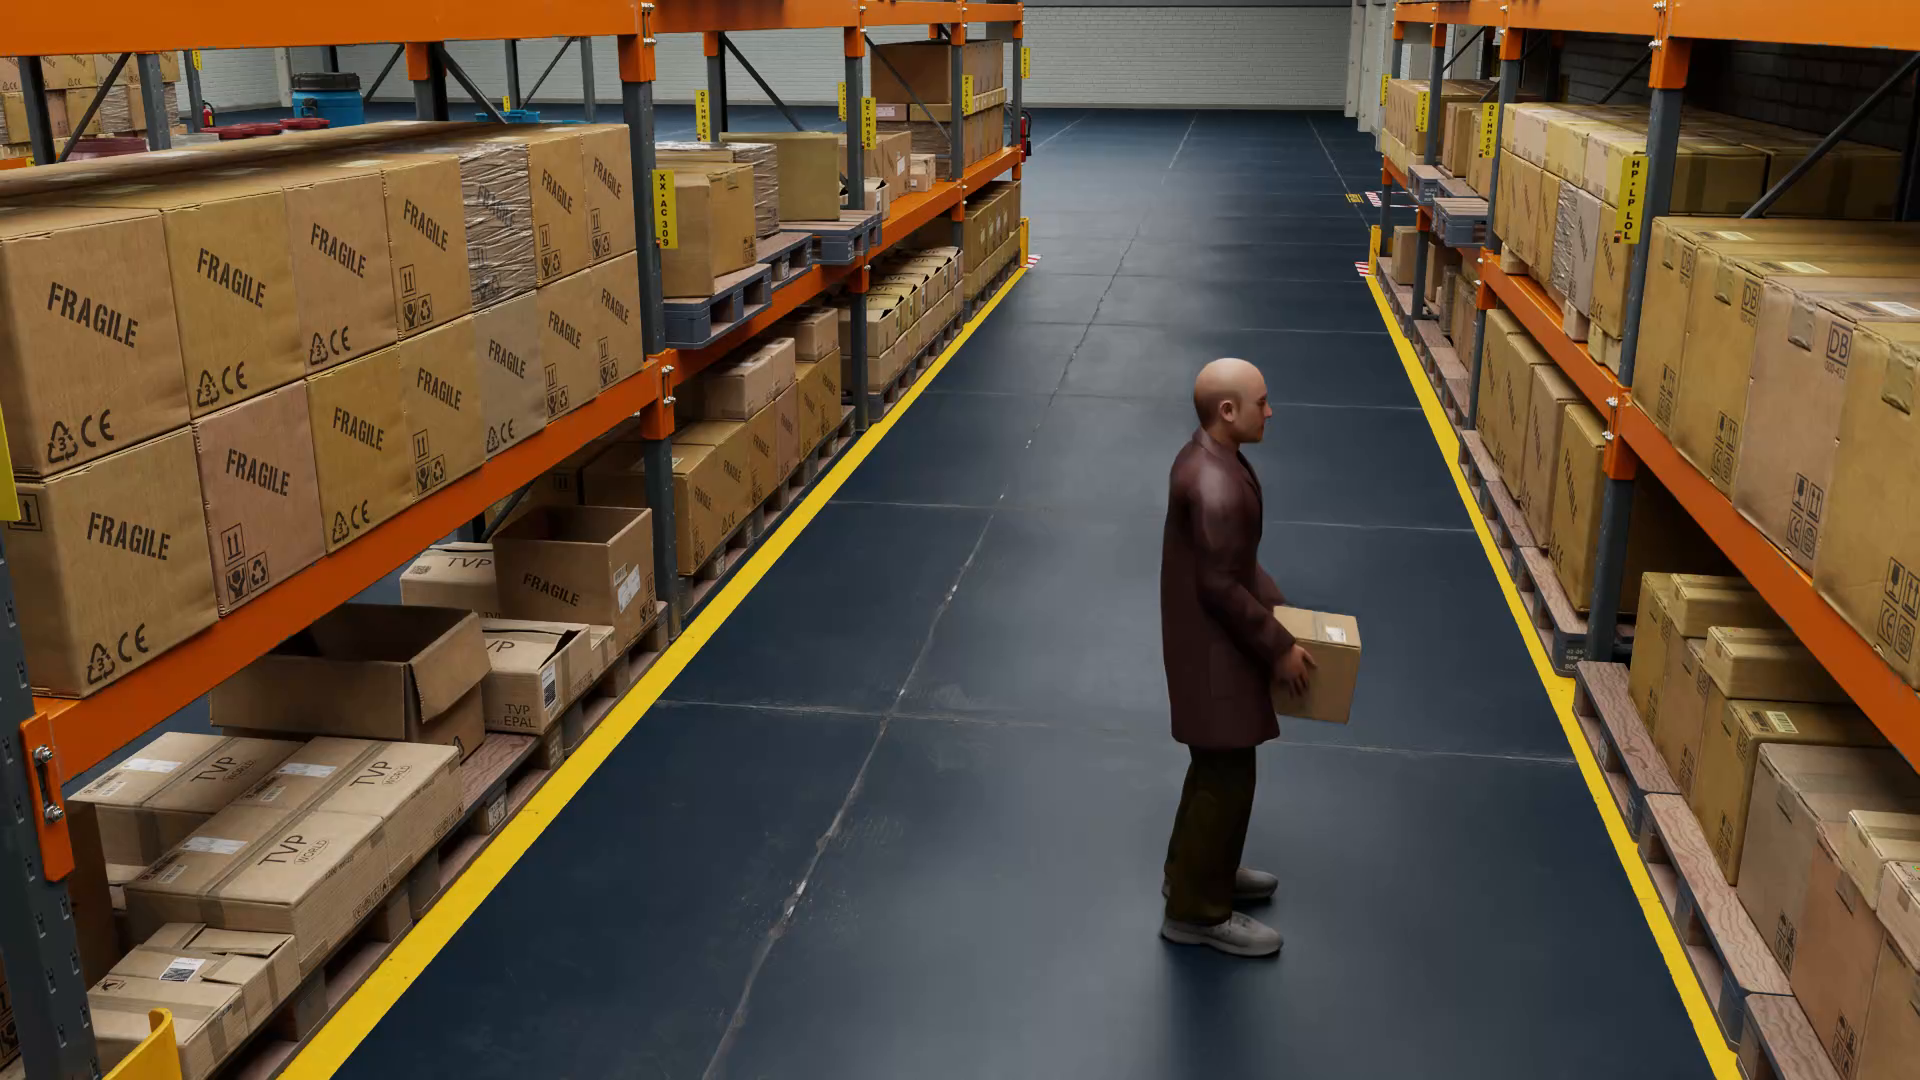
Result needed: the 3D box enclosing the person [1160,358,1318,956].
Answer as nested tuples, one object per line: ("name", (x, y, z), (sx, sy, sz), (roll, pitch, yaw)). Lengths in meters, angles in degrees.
("person", (0.829, 0.337, 5.003), (0.467, 1.782, 0.575), (3, 18, 8))
